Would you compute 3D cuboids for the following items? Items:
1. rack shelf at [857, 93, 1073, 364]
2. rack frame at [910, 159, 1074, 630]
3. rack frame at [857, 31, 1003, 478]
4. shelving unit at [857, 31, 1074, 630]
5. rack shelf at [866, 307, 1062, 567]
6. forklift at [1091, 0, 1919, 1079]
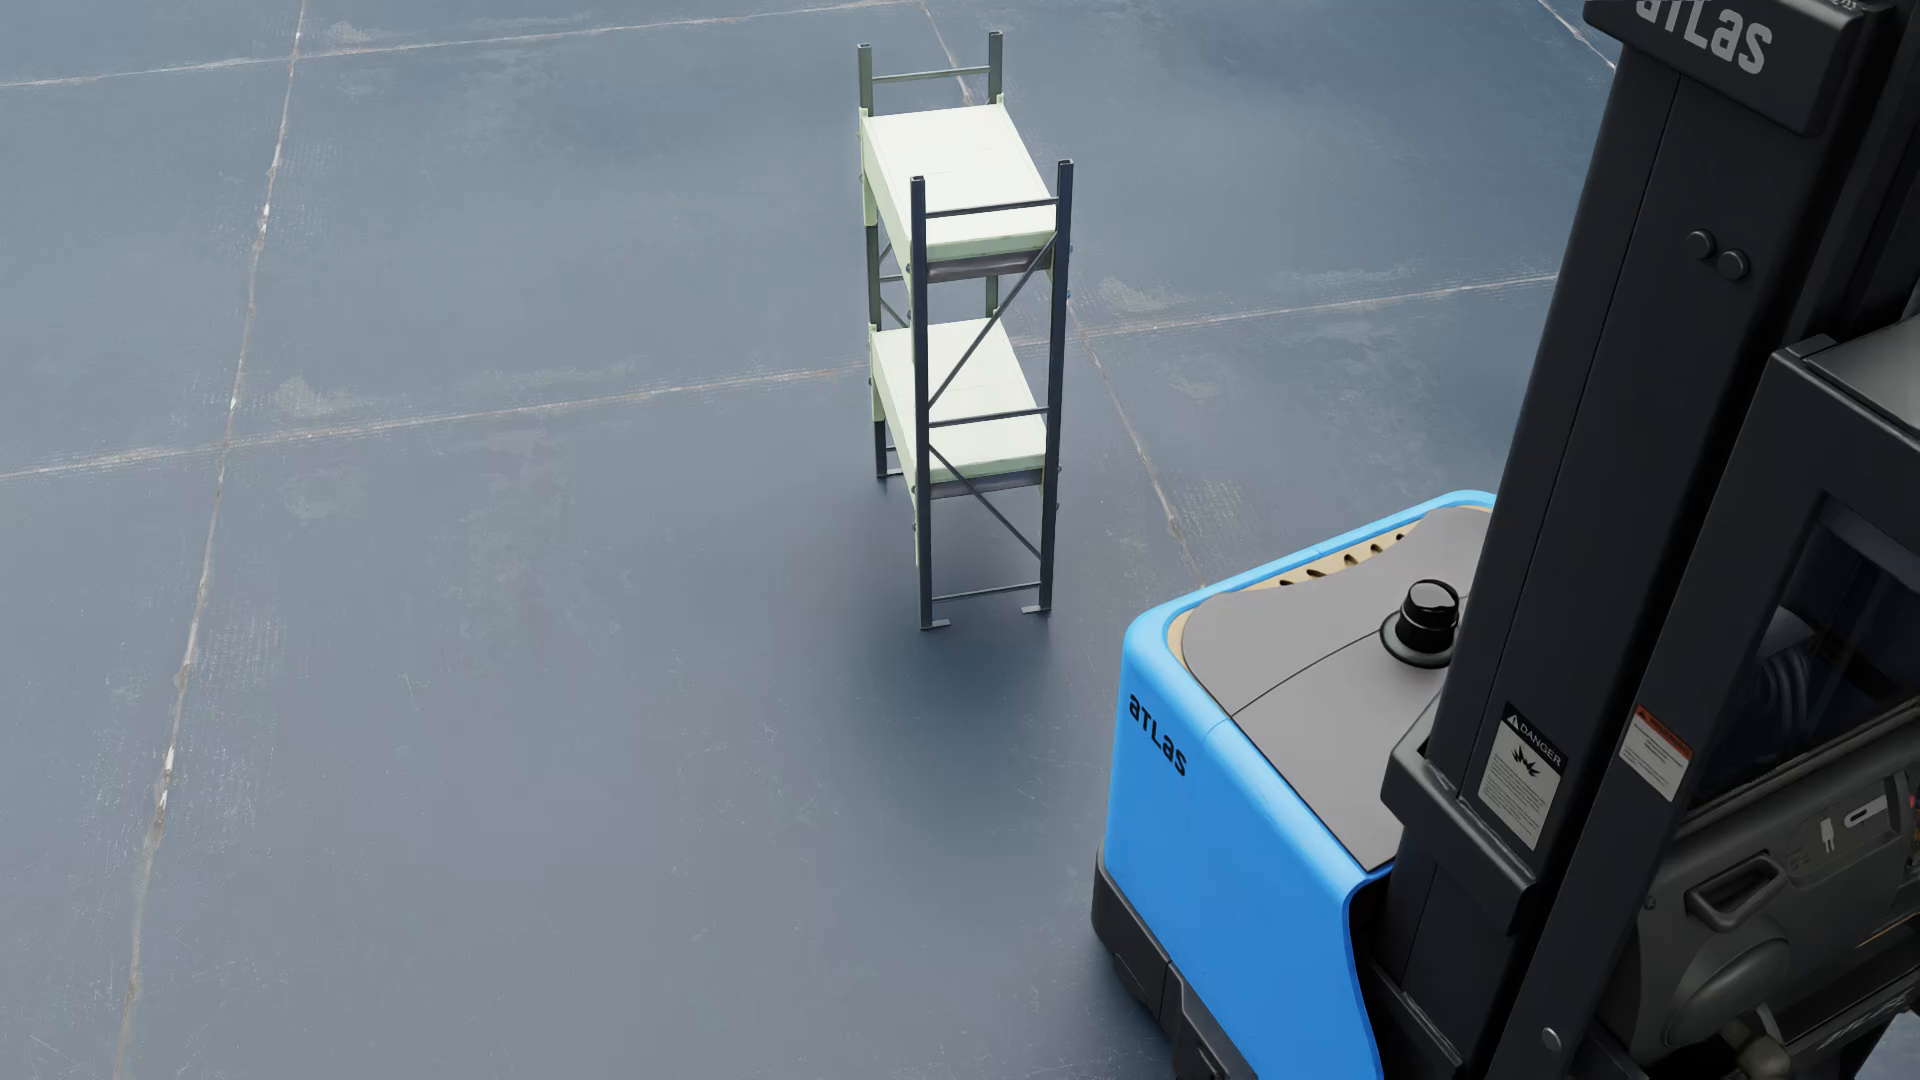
[{"bbox_3d":[-0.001,-0.857,4.498,0.431,0.370,0.720,-8,42,-9],"label":"rack shelf"},{"bbox_3d":[0.078,-0.328,4.490,0.400,1.500,0.023,-8,42,-9],"label":"rack frame"},{"bbox_3d":[-0.080,-0.802,5.024,0.400,1.500,0.023,-8,42,-9],"label":"rack frame"},{"bbox_3d":[-0.001,-0.565,4.757,0.431,1.500,0.755,-8,42,-9],"label":"shelving unit"},{"bbox_3d":[-0.001,-0.321,4.973,0.431,0.370,0.720,-8,42,-9],"label":"rack shelf"},{"bbox_3d":[1.461,0.584,2.384,1.130,2.935,3.031,-19,45,-21],"label":"forklift"}]
